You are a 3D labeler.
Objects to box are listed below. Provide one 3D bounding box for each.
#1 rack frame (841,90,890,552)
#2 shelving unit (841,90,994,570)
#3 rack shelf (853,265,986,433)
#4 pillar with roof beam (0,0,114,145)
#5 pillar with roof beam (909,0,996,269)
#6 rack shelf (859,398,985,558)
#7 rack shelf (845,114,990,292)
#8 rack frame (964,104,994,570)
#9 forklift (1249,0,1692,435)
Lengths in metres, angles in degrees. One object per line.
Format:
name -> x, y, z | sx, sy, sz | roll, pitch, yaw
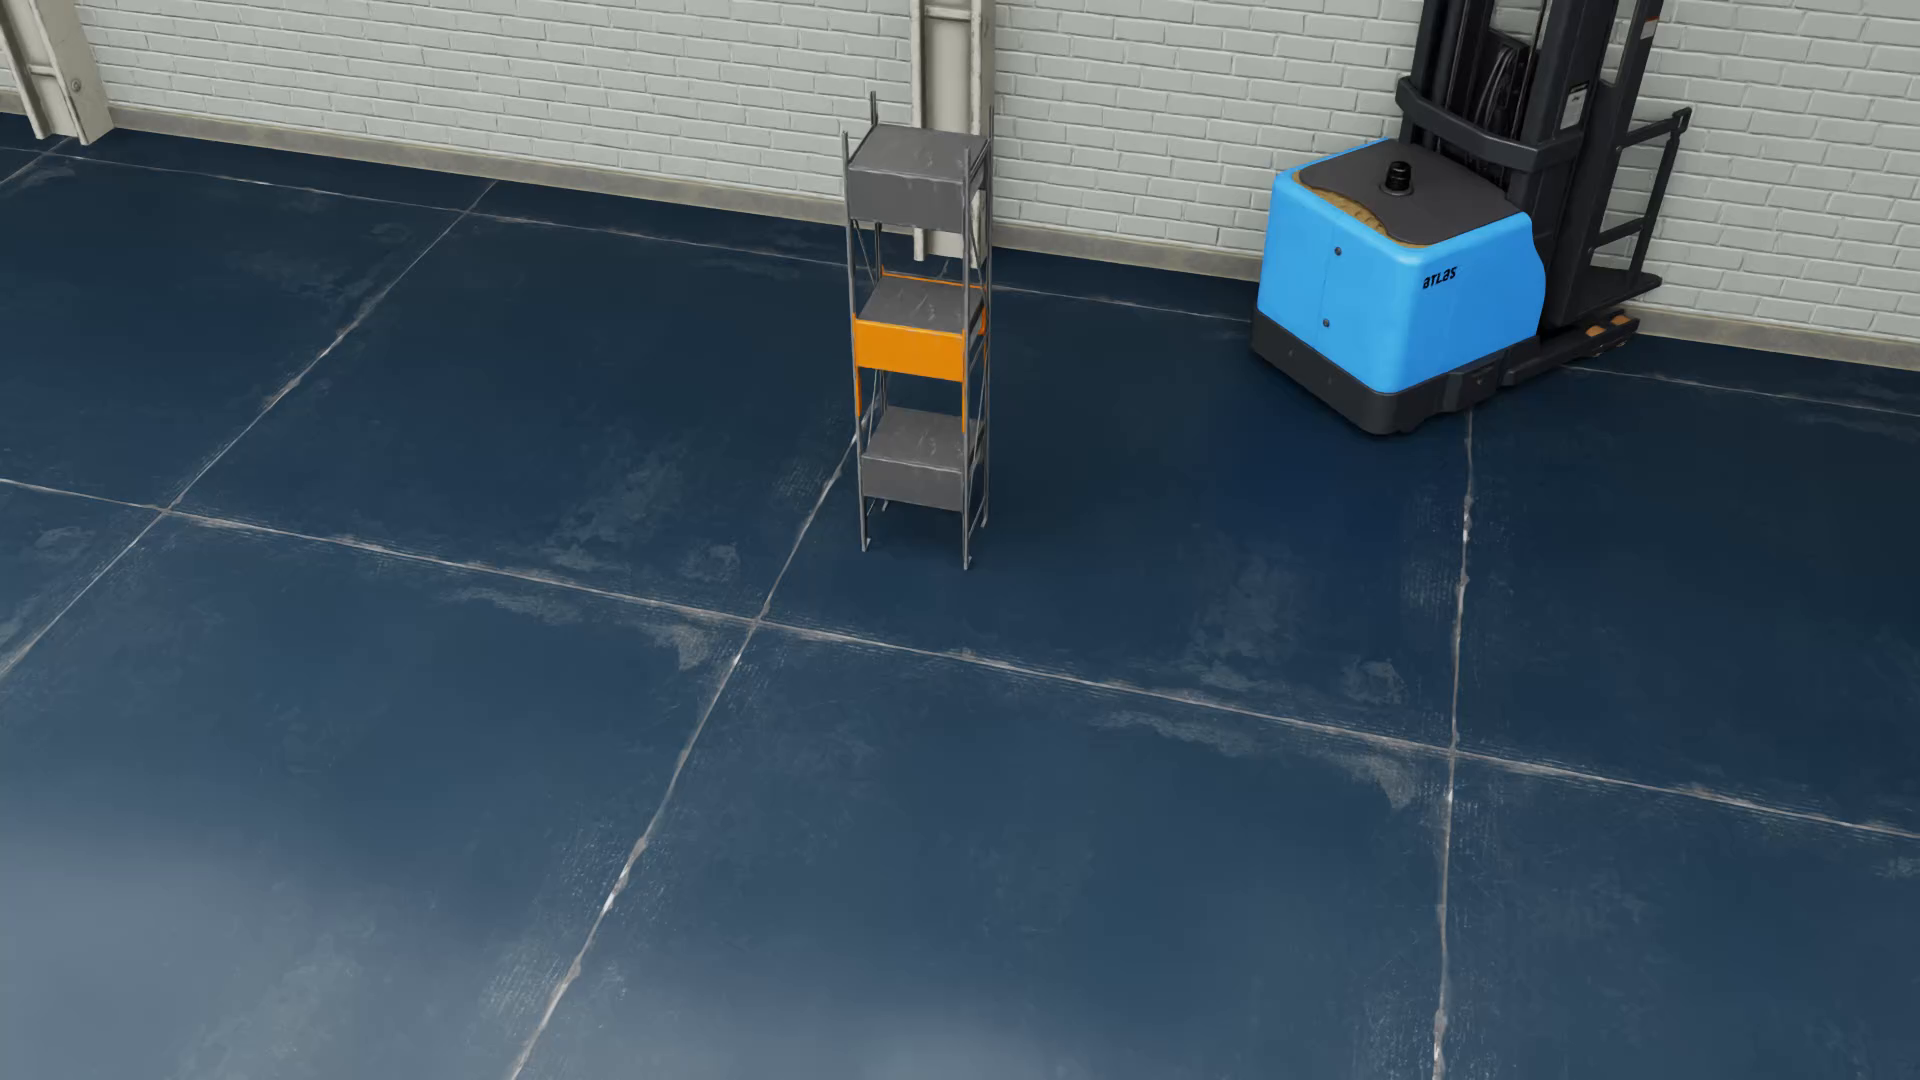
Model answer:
rack frame -> -0.396, -0.872, 7.180 | 0.015, 2.100, 0.400 | 10, 41, 11
shelving unit -> -0.160, -0.832, 7.132 | 0.503, 2.100, 0.431 | 10, 41, 11
rack shelf -> -0.160, -0.821, 7.141 | 0.480, 0.518, 0.431 | 10, 41, 11
pillar with roof beam -> -6.948, -3.470, 4.910 | 0.400, 9.000, 9.100 | 10, 41, 11
pillar with roof beam -> -1.152, -2.473, 3.722 | 0.400, 9.000, 9.100 | 10, 41, 11
rack shelf -> -0.160, -0.285, 7.591 | 0.480, 0.518, 0.431 | 10, 41, 11
rack shelf -> -0.160, -1.357, 6.691 | 0.480, 0.518, 0.431 | 10, 41, 11
rack frame -> 0.076, -0.791, 7.084 | 0.015, 2.100, 0.400 | 10, 41, 11
forklift -> 3.067, -2.371, 8.319 | 3.031, 2.935, 1.130 | -22, 45, -24
